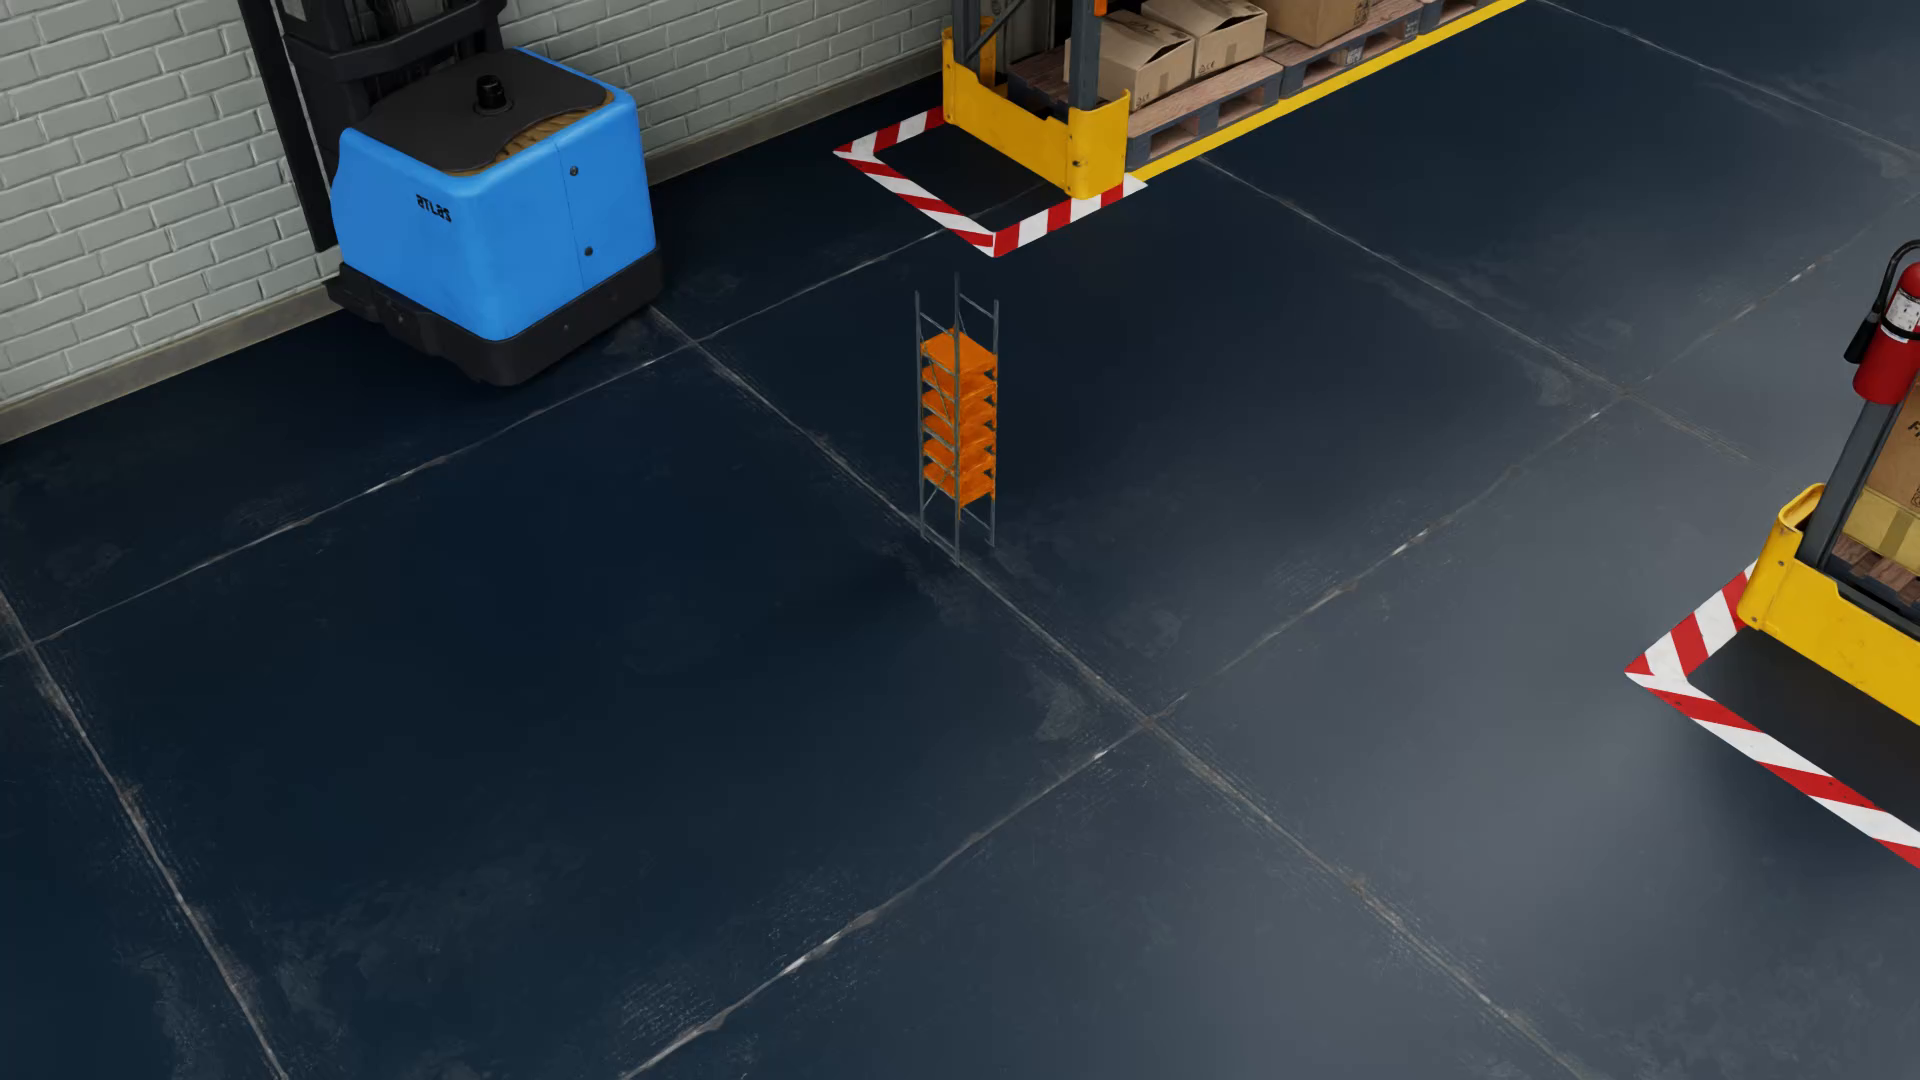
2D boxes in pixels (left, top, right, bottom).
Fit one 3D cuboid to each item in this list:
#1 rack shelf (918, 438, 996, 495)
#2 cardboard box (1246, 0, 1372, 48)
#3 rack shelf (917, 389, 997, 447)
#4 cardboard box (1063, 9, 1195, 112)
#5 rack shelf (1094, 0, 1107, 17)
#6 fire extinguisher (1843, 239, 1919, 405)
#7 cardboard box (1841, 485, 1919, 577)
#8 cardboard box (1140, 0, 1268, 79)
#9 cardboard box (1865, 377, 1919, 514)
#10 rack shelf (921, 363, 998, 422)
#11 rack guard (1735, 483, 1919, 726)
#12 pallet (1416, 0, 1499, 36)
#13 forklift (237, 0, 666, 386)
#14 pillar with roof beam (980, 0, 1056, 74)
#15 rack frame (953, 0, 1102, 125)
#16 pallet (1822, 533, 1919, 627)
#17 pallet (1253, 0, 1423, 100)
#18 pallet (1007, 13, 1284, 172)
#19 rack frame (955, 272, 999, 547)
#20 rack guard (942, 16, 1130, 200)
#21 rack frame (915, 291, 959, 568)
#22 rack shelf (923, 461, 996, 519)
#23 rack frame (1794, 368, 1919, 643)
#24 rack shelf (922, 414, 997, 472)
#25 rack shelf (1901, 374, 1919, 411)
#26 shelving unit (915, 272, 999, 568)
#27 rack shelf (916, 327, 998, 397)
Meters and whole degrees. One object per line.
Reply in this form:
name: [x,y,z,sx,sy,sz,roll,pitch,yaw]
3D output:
rack shelf: [-0.011,-0.311,6.445,0.180,0.103,0.258,-30,51,-28]
cardboard box: [1.947,-3.243,9.516,0.500,0.500,0.700,-33,52,-30]
rack shelf: [-0.011,-0.486,6.281,0.180,0.103,0.258,-30,51,-28]
cardboard box: [0.914,-2.627,8.999,0.500,0.311,0.500,33,52,30]
rack shelf: [1.860,-3.807,9.138,4.000,0.370,1.077,-30,51,-28]
fire extinguisher: [3.118,-0.755,5.419,0.183,0.674,0.296,-30,51,-28]
cardboard box: [3.729,-0.132,6.401,0.500,0.250,0.500,-30,51,-28]
cardboard box: [1.352,-2.878,9.266,0.500,0.311,0.500,-26,49,-25]
cardboard box: [3.728,-0.407,6.146,0.500,0.500,0.500,-30,51,-28]
rack shelf: [-0.011,-0.574,6.199,0.180,0.103,0.258,-30,51,-28]
rack guard: [3.489,0.331,6.032,0.348,0.500,1.175,-30,51,-28]
pallet: [2.902,-3.617,10.447,1.213,0.211,1.003,-30,51,-28]
forklift: [-2.879,-2.582,7.359,3.031,2.935,1.130,28,50,26]
pillar with roof beam: [3.070,-3.878,4.306,0.400,9.000,9.100,-30,51,-28]
rack frame: [0.326,-3.190,7.956,0.127,3.000,1.000,-30,51,-28]
pallet: [4.067,0.068,6.524,1.213,0.211,1.003,-30,51,-28]
pallet: [1.965,-3.079,9.874,1.213,0.211,1.003,-30,51,-28]
pallet: [1.030,-2.546,9.306,1.213,0.211,1.003,-30,51,-28]
rack frame: [0.059,-0.471,6.375,0.006,1.200,0.240,-30,51,-28]
rack guard: [0.384,-2.313,8.847,0.348,0.500,1.175,-30,51,-28]
rack frame: [-0.081,-0.391,6.290,0.006,1.200,0.240,-30,51,-28]
rack shelf: [-0.011,-0.224,6.527,0.180,0.103,0.258,-30,51,-28]
rack frame: [3.507,-0.591,5.188,0.127,3.000,1.000,-30,51,-28]
rack shelf: [-0.011,-0.399,6.363,0.180,0.103,0.258,-30,51,-28]
rack shelf: [5.041,-1.207,6.370,4.000,0.370,1.077,-30,51,-28]
shelving unit: [-0.011,-0.431,6.332,0.189,1.200,0.258,-30,51,-28]
rack shelf: [-0.011,-0.661,6.116,0.180,0.103,0.258,-30,51,-28]
